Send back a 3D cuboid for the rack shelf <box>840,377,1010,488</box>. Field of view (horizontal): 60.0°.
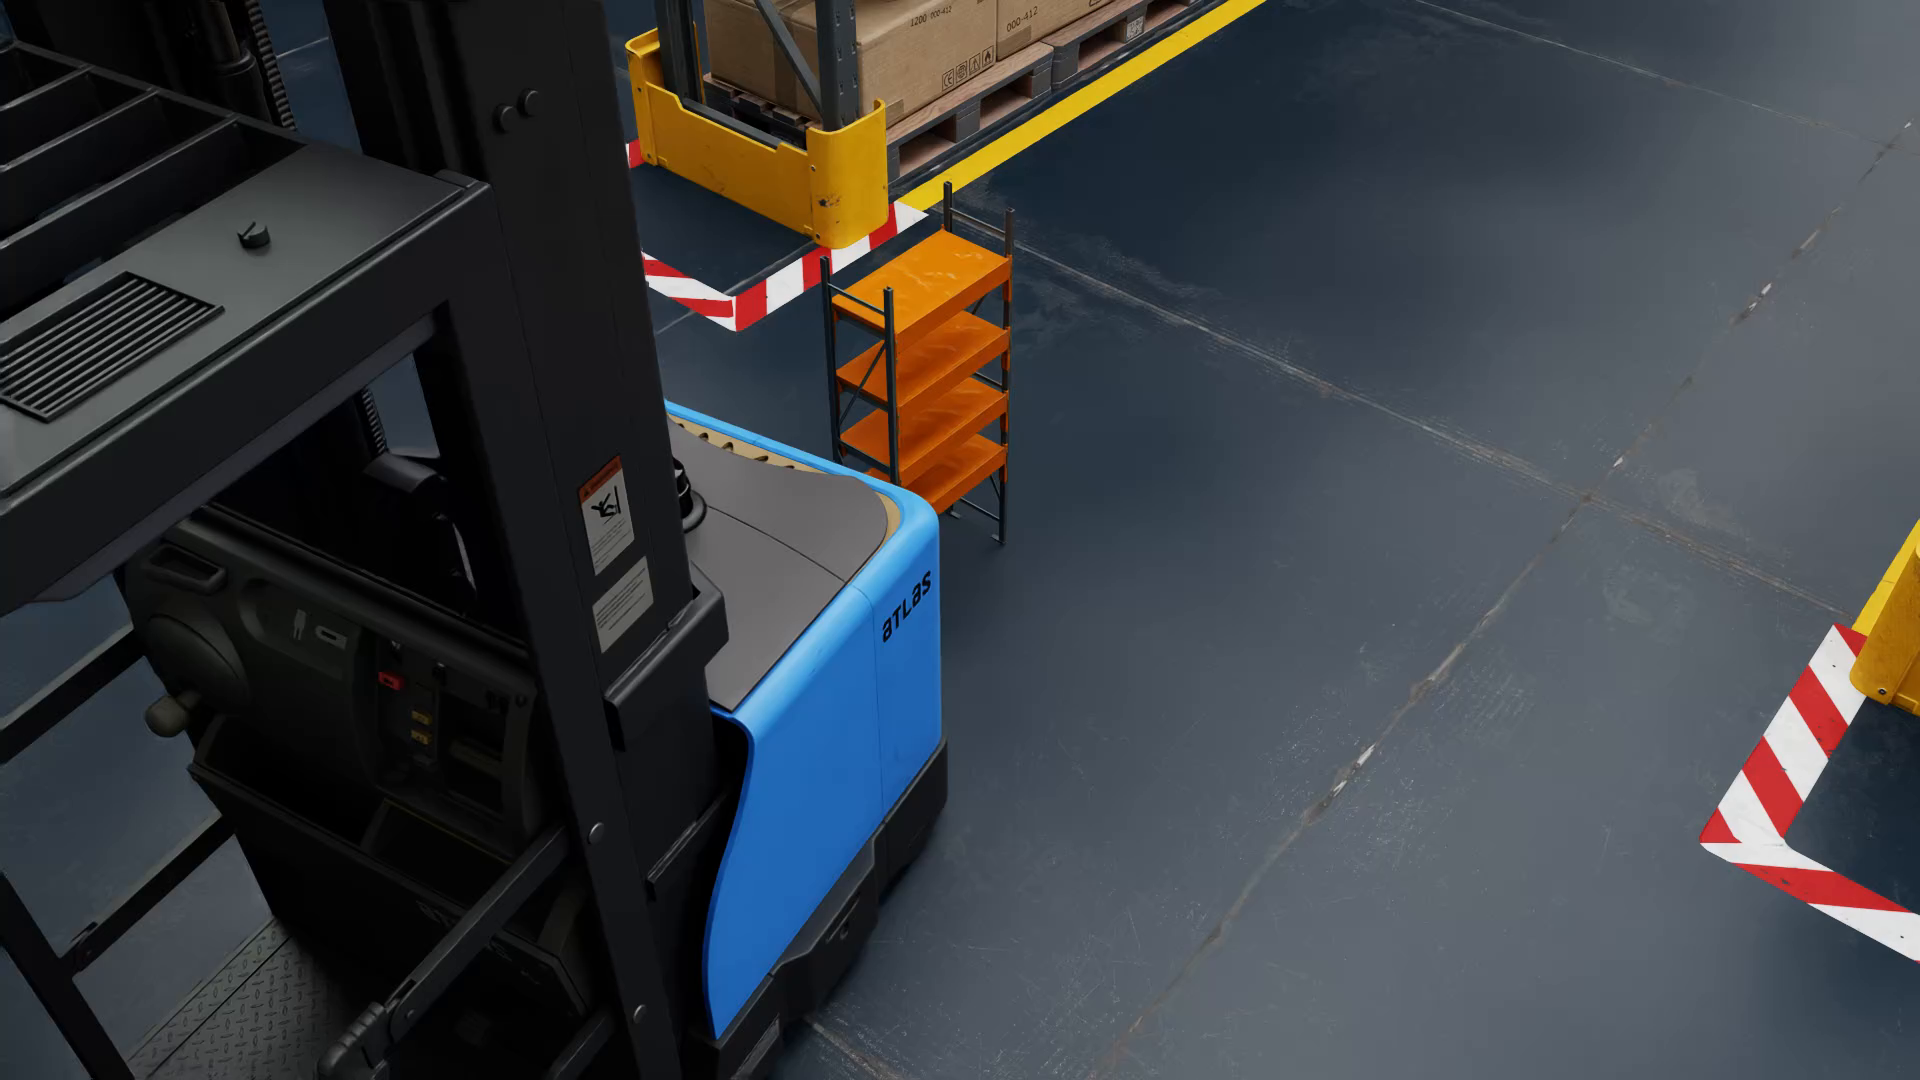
[{"bbox_3d":[-0.107,-0.309,4.798,0.258,0.148,0.480,29,50,28],"label":"rack shelf"}]

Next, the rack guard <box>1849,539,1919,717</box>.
[{"bbox_3d":[3.101,0.397,4.442,1.175,0.500,0.348,29,50,28],"label":"rack guard"}]

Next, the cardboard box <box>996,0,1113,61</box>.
[{"bbox_3d":[0.130,-2.646,7.522,0.875,0.438,0.875,31,51,29],"label":"cardboard box"}]

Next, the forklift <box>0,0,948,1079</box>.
[{"bbox_3d":[-1.194,0.326,2.713,1.130,2.935,3.031,21,46,21],"label":"forklift"}]

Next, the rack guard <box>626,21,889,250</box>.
[{"bbox_3d":[-0.817,-1.643,6.685,1.175,0.500,0.348,29,50,28],"label":"rack guard"}]

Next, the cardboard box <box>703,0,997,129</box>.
[{"bbox_3d":[-0.453,-2.171,7.000,0.875,0.438,0.875,28,49,27],"label":"cardboard box"}]

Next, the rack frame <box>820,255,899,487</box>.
[{"bbox_3d":[-0.264,-0.233,4.614,0.240,1.200,0.015,29,50,28],"label":"rack frame"}]

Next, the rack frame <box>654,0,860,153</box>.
[{"bbox_3d":[-0.801,-2.580,5.858,1.000,3.000,0.127,29,50,28],"label":"rack frame"}]

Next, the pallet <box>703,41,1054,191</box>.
[{"bbox_3d":[-0.347,-1.994,7.286,1.003,0.211,1.213,29,50,28],"label":"pallet"}]

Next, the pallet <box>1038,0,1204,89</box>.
[{"bbox_3d":[0.439,-2.619,7.974,1.003,0.211,1.213,29,50,28],"label":"pallet"}]

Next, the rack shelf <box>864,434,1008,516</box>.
[{"bbox_3d":[-0.107,-0.162,4.931,0.258,0.148,0.480,29,50,28],"label":"rack shelf"}]

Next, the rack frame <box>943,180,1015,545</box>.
[{"bbox_3d":[0.051,-0.484,4.891,0.240,1.200,0.015,29,50,28],"label":"rack frame"}]

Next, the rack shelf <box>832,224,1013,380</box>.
[{"bbox_3d":[-0.107,-0.649,4.488,0.258,0.148,0.480,29,50,28],"label":"rack shelf"}]

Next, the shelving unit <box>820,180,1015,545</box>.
[{"bbox_3d":[-0.107,-0.359,4.753,0.258,1.200,0.503,29,50,28],"label":"shelving unit"}]

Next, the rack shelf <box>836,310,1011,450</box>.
[{"bbox_3d":[-0.107,-0.474,4.647,0.258,0.148,0.480,29,50,28],"label":"rack shelf"}]
